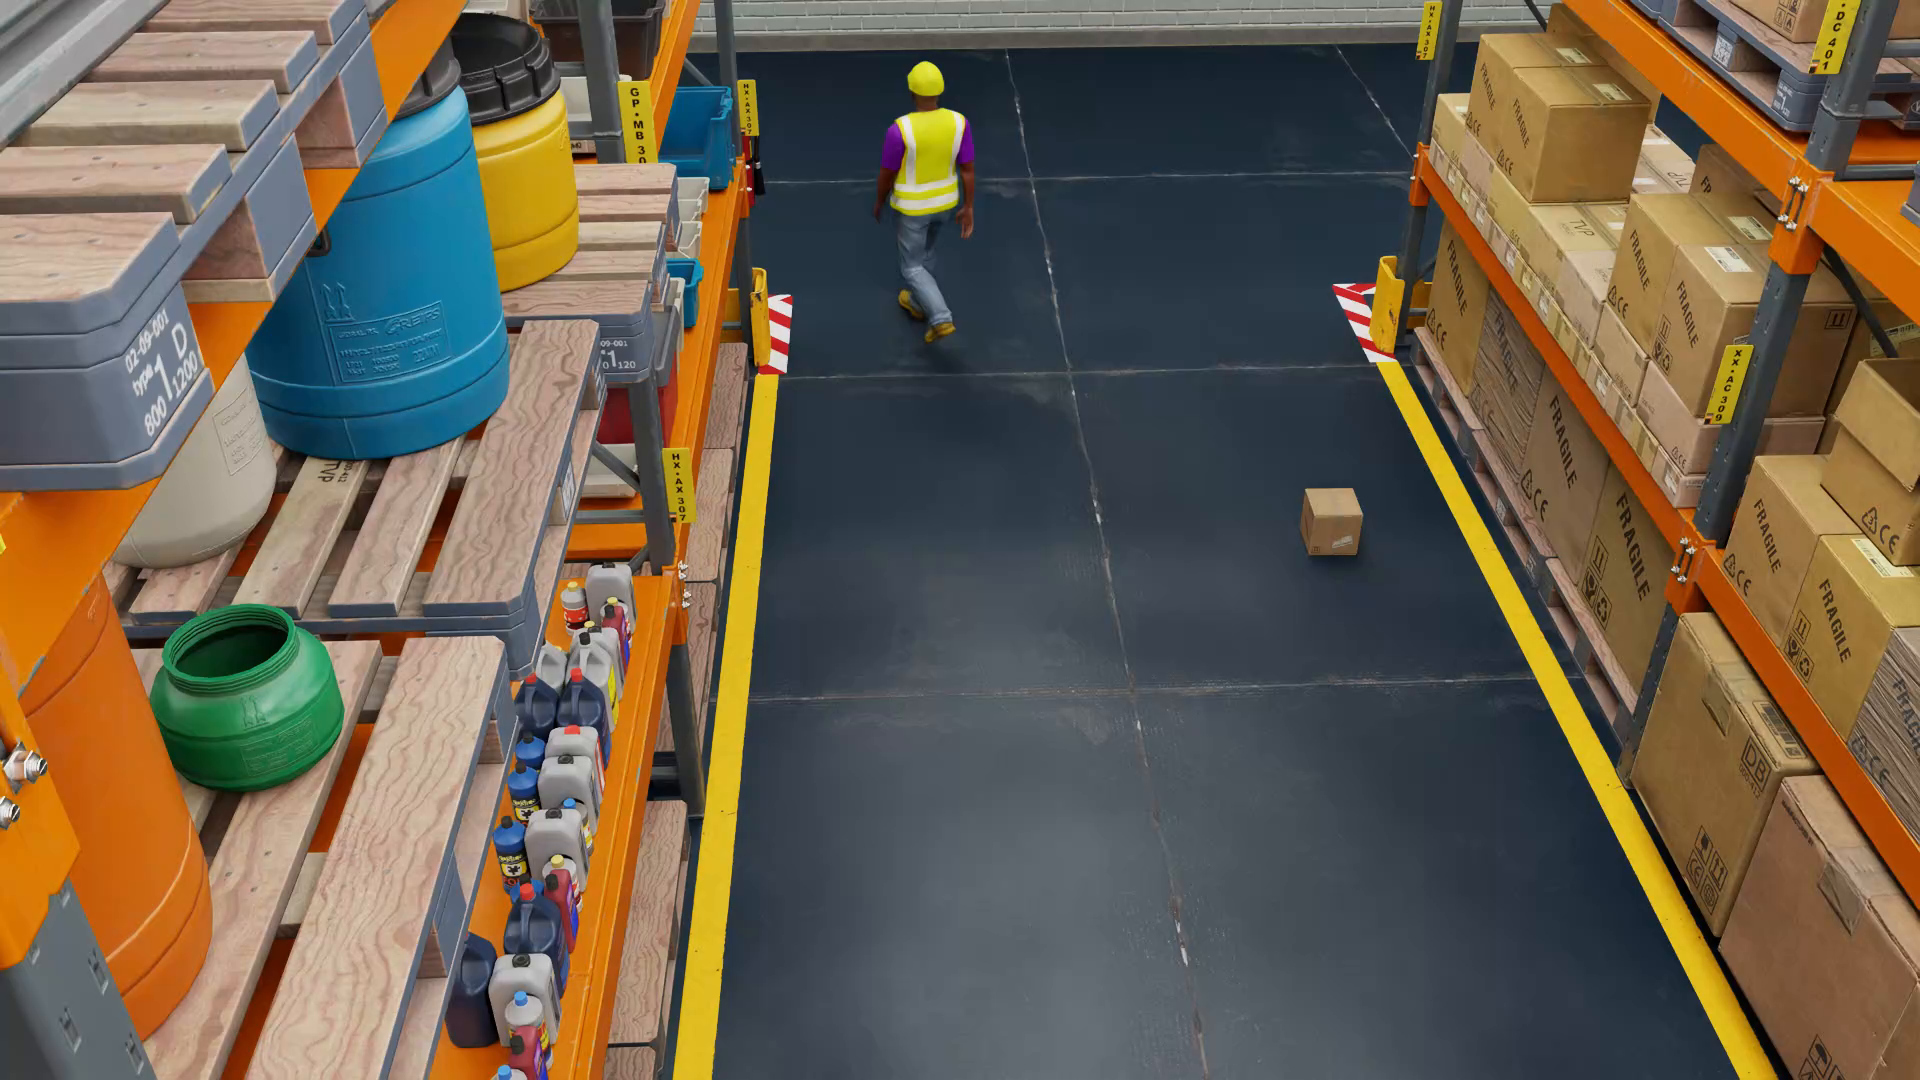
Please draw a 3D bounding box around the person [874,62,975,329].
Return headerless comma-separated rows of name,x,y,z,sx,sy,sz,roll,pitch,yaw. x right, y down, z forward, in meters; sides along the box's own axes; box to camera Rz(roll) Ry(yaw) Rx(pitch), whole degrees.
person,-0.180,-2.025,10.005,0.559,1.675,0.744,-17,39,-23
